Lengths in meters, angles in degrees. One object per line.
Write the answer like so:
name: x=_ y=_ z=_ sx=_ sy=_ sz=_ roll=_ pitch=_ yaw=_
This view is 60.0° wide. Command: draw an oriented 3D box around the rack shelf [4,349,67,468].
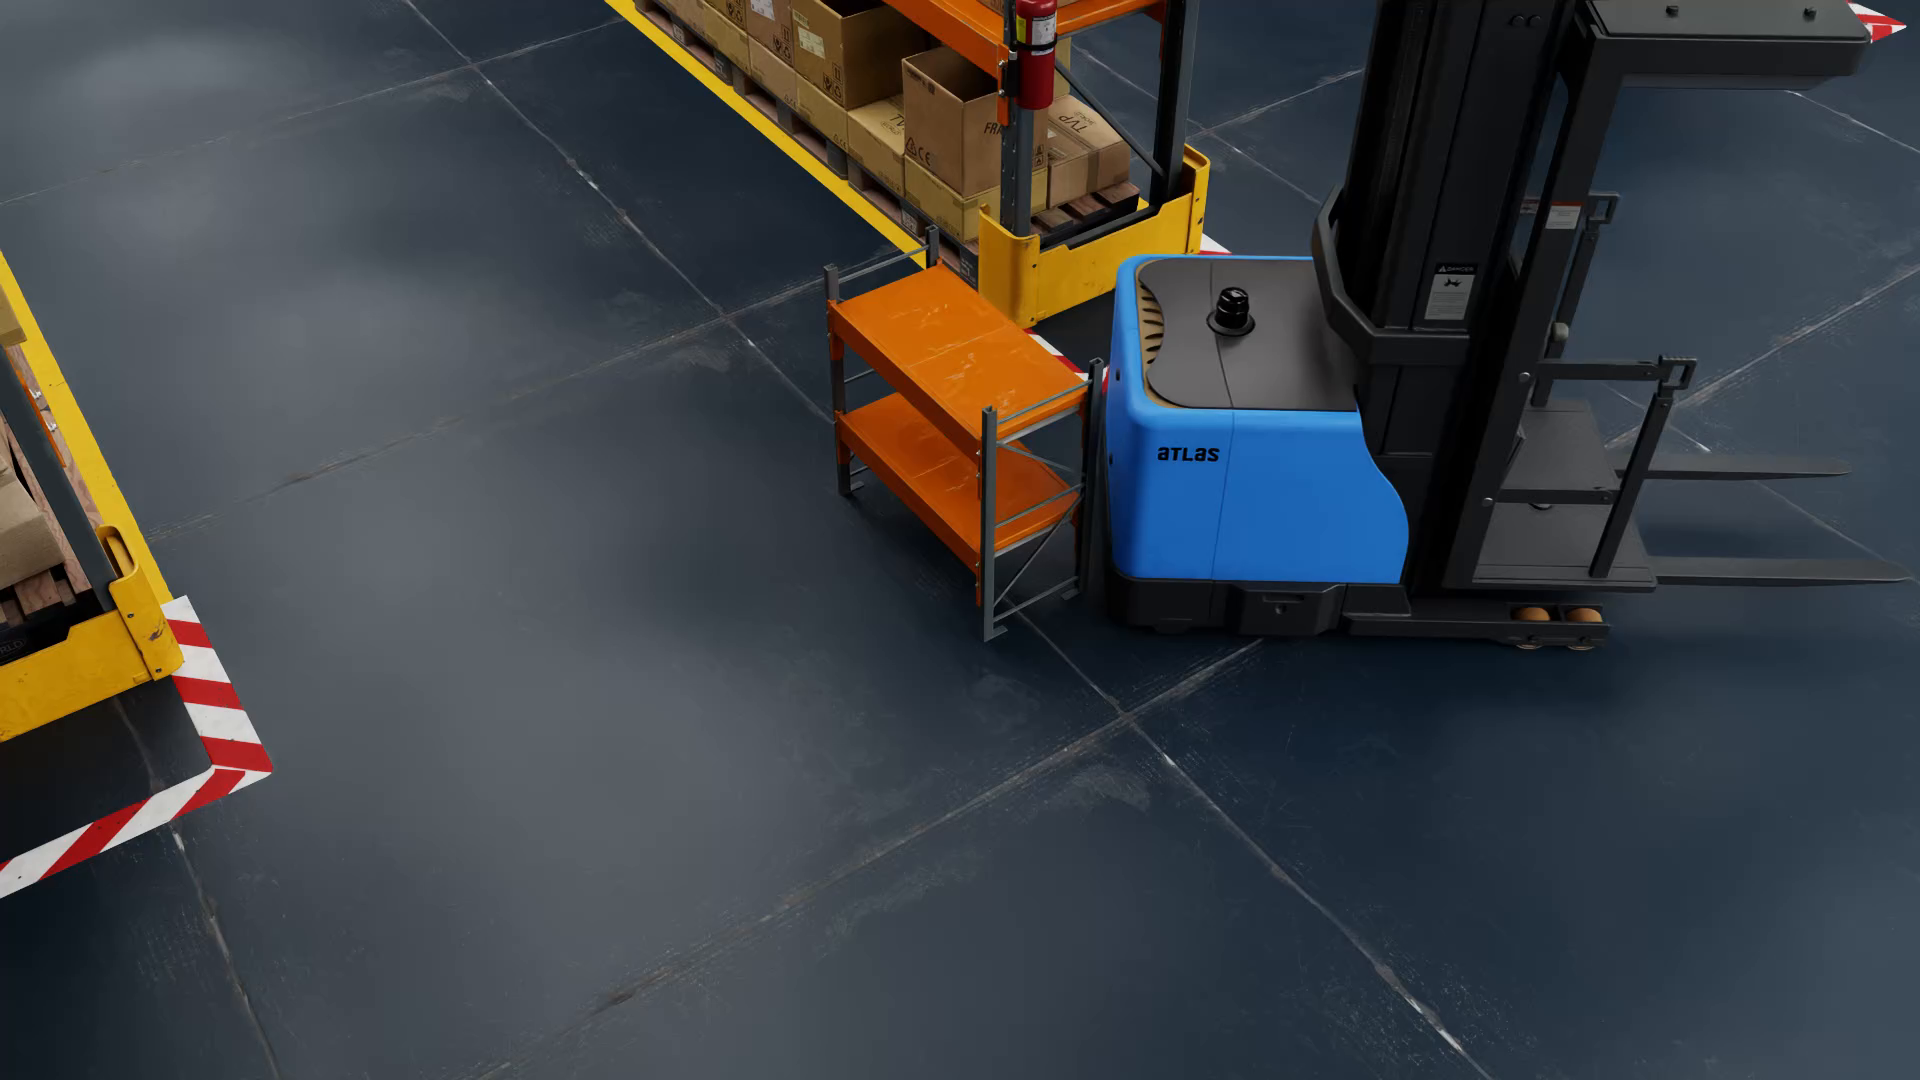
rack shelf: x=-4.580 y=-1.305 z=6.466 sx=1.077 sy=0.370 sz=4.000 roll=-26 pitch=49 yaw=-24

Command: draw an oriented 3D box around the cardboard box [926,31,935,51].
cardboard box: x=-0.084 y=-2.772 z=8.626 sx=0.500 sy=0.500 sz=0.500 roll=-26 pitch=49 yaw=-24

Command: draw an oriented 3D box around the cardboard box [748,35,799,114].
cardboard box: x=-0.792 y=-2.581 z=8.968 sx=0.500 sy=0.250 sz=0.500 roll=-26 pitch=49 yaw=-24

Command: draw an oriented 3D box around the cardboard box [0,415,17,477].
cardboard box: x=-4.084 y=-0.369 z=6.593 sx=0.500 sy=0.311 sz=0.500 roll=-22 pitch=48 yaw=-21

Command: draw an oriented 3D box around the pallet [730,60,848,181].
pallet: x=-0.541 y=-2.490 z=9.205 sx=1.003 sy=0.211 sz=1.213 roll=-26 pitch=49 yaw=-24

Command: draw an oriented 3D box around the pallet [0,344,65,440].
pallet: x=-4.609 y=-0.631 z=7.258 sx=1.003 sy=0.211 sz=1.213 roll=-26 pitch=49 yaw=-24

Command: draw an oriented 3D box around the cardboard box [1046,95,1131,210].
cardboard box: x=0.501 y=-1.940 z=8.297 sx=0.500 sy=0.250 sz=0.500 roll=-26 pitch=49 yaw=-24

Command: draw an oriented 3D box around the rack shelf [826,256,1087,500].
rack shelf: x=-0.004 y=-0.622 z=6.163 sx=0.538 sy=0.278 sz=1.000 roll=-26 pitch=49 yaw=-24

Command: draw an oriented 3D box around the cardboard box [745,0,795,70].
cardboard box: x=-0.795 y=-2.850 z=8.708 sx=0.500 sy=0.500 sz=0.500 roll=-26 pitch=49 yaw=-24

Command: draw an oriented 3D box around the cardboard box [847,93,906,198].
cardboard box: x=-0.220 y=-2.014 z=8.375 sx=0.500 sy=0.250 sz=0.500 roll=-26 pitch=49 yaw=-24

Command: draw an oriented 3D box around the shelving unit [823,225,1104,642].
shelving unit: x=-0.004 y=-0.411 z=6.366 sx=0.538 sy=1.125 sz=1.048 roll=-26 pitch=49 yaw=-24

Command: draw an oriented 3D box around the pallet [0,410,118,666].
pallet: x=-3.915 y=0.059 z=6.535 sx=1.003 sy=0.211 sz=1.213 roll=-26 pitch=49 yaw=-24

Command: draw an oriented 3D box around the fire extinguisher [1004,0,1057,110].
fire extinguisher: x=0.312 y=-2.113 z=6.847 sx=0.296 sy=0.674 sz=0.183 roll=-26 pitch=49 yaw=-24

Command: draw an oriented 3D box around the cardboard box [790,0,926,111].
cardboard box: x=-0.510 y=-2.567 z=8.410 sx=0.500 sy=0.500 sz=0.500 roll=-26 pitch=49 yaw=-24

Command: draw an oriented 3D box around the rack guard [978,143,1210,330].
rack guard: x=0.639 y=-1.474 z=7.932 sx=1.175 sy=0.500 sz=0.348 roll=-26 pitch=49 yaw=-24

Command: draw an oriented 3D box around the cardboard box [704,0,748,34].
cardboard box: x=-1.083 y=-3.133 z=9.003 sx=0.500 sy=0.500 sz=0.500 roll=-26 pitch=49 yaw=-24

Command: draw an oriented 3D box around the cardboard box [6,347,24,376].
cardboard box: x=-4.463 y=-0.873 z=6.984 sx=0.700 sy=0.500 sz=0.500 roll=-29 pitch=51 yaw=-27

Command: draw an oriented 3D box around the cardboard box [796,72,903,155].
cardboard box: x=-0.508 y=-2.297 z=8.671 sx=0.500 sy=0.250 sz=0.500 roll=-26 pitch=49 yaw=-24

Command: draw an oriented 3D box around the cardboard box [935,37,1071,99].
cardboard box: x=0.213 y=-2.494 z=8.334 sx=0.500 sy=0.500 sz=0.500 roll=-26 pitch=49 yaw=-24

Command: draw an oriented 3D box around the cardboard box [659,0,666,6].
cardboard box: x=-1.647 y=-3.432 z=9.860 sx=0.500 sy=0.250 sz=0.500 roll=-26 pitch=49 yaw=-24

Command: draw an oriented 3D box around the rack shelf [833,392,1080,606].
rack shelf: x=-0.004 y=-0.234 z=6.534 sx=0.538 sy=0.278 sz=1.000 roll=-26 pitch=49 yaw=-24

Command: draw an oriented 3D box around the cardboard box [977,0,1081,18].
cardboard box: x=0.368 y=-2.697 z=7.330 sx=0.700 sy=0.500 sz=0.500 roll=-26 pitch=49 yaw=-24

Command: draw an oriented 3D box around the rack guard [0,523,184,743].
rack guard: x=-3.479 y=0.429 z=5.939 sx=1.175 sy=0.500 sz=0.348 roll=-26 pitch=49 yaw=-24

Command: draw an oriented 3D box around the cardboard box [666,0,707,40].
cardboard box: x=-1.365 y=-3.147 z=9.561 sx=0.500 sy=0.250 sz=0.500 roll=-26 pitch=49 yaw=-24

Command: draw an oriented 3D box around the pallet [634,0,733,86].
pallet: x=-1.243 y=-3.181 z=9.929 sx=1.003 sy=0.211 sz=1.213 roll=-26 pitch=49 yaw=-24

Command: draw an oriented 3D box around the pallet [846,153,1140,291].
pallet: x=0.153 y=-1.799 z=8.482 sx=1.003 sy=0.211 sz=1.213 roll=-26 pitch=49 yaw=-24

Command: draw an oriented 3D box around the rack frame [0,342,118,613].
rack frame: x=-3.436 y=-0.432 z=5.031 sx=1.000 sy=3.000 sz=0.127 roll=-26 pitch=49 yaw=-24

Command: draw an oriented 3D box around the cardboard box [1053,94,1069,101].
cardboard box: x=0.211 y=-2.222 z=8.592 sx=0.500 sy=0.250 sz=0.500 roll=-26 pitch=49 yaw=-24

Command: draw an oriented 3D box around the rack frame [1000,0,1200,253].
rack frame: x=0.625 y=-2.391 z=7.083 sx=1.000 sy=3.000 sz=0.127 roll=-26 pitch=49 yaw=-24

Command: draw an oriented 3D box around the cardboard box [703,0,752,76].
cardboard box: x=-1.083 y=-2.861 z=9.262 sx=0.500 sy=0.250 sz=0.500 roll=-26 pitch=49 yaw=-24

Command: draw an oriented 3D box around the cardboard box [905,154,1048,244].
cardboard box: x=0.076 y=-1.736 z=8.083 sx=0.500 sy=0.250 sz=0.500 roll=-26 pitch=49 yaw=-24

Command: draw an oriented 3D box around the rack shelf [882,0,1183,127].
rack shelf: x=-0.519 y=-3.264 z=8.518 sx=1.077 sy=0.370 sz=4.000 roll=-26 pitch=49 yaw=-24

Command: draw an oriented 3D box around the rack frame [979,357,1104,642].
rack frame: x=0.287 y=-0.123 z=6.064 sx=0.500 sy=1.125 sz=0.032 roll=-26 pitch=49 yaw=-24

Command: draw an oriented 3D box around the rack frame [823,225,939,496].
rack frame: x=-0.295 y=-0.699 z=6.667 sx=0.500 sy=1.125 sz=0.032 roll=-26 pitch=49 yaw=-24

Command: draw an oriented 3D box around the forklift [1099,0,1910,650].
forklift: x=2.086 y=-1.017 z=5.693 sx=3.031 sy=2.935 sz=1.130 roll=1 pitch=44 yaw=1

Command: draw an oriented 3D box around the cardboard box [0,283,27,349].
cardboard box: x=-3.455 y=-0.787 z=5.496 sx=0.500 sy=0.250 sz=0.500 roll=-27 pitch=50 yaw=-26

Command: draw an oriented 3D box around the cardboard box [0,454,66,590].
cardboard box: x=-3.758 y=-0.046 z=6.255 sx=0.500 sy=0.311 sz=0.500 roll=-31 pitch=52 yaw=-29

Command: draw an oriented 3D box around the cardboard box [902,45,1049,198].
cardboard box: x=0.074 y=-2.006 z=7.823 sx=0.500 sy=0.500 sz=0.500 roll=-26 pitch=49 yaw=-24
